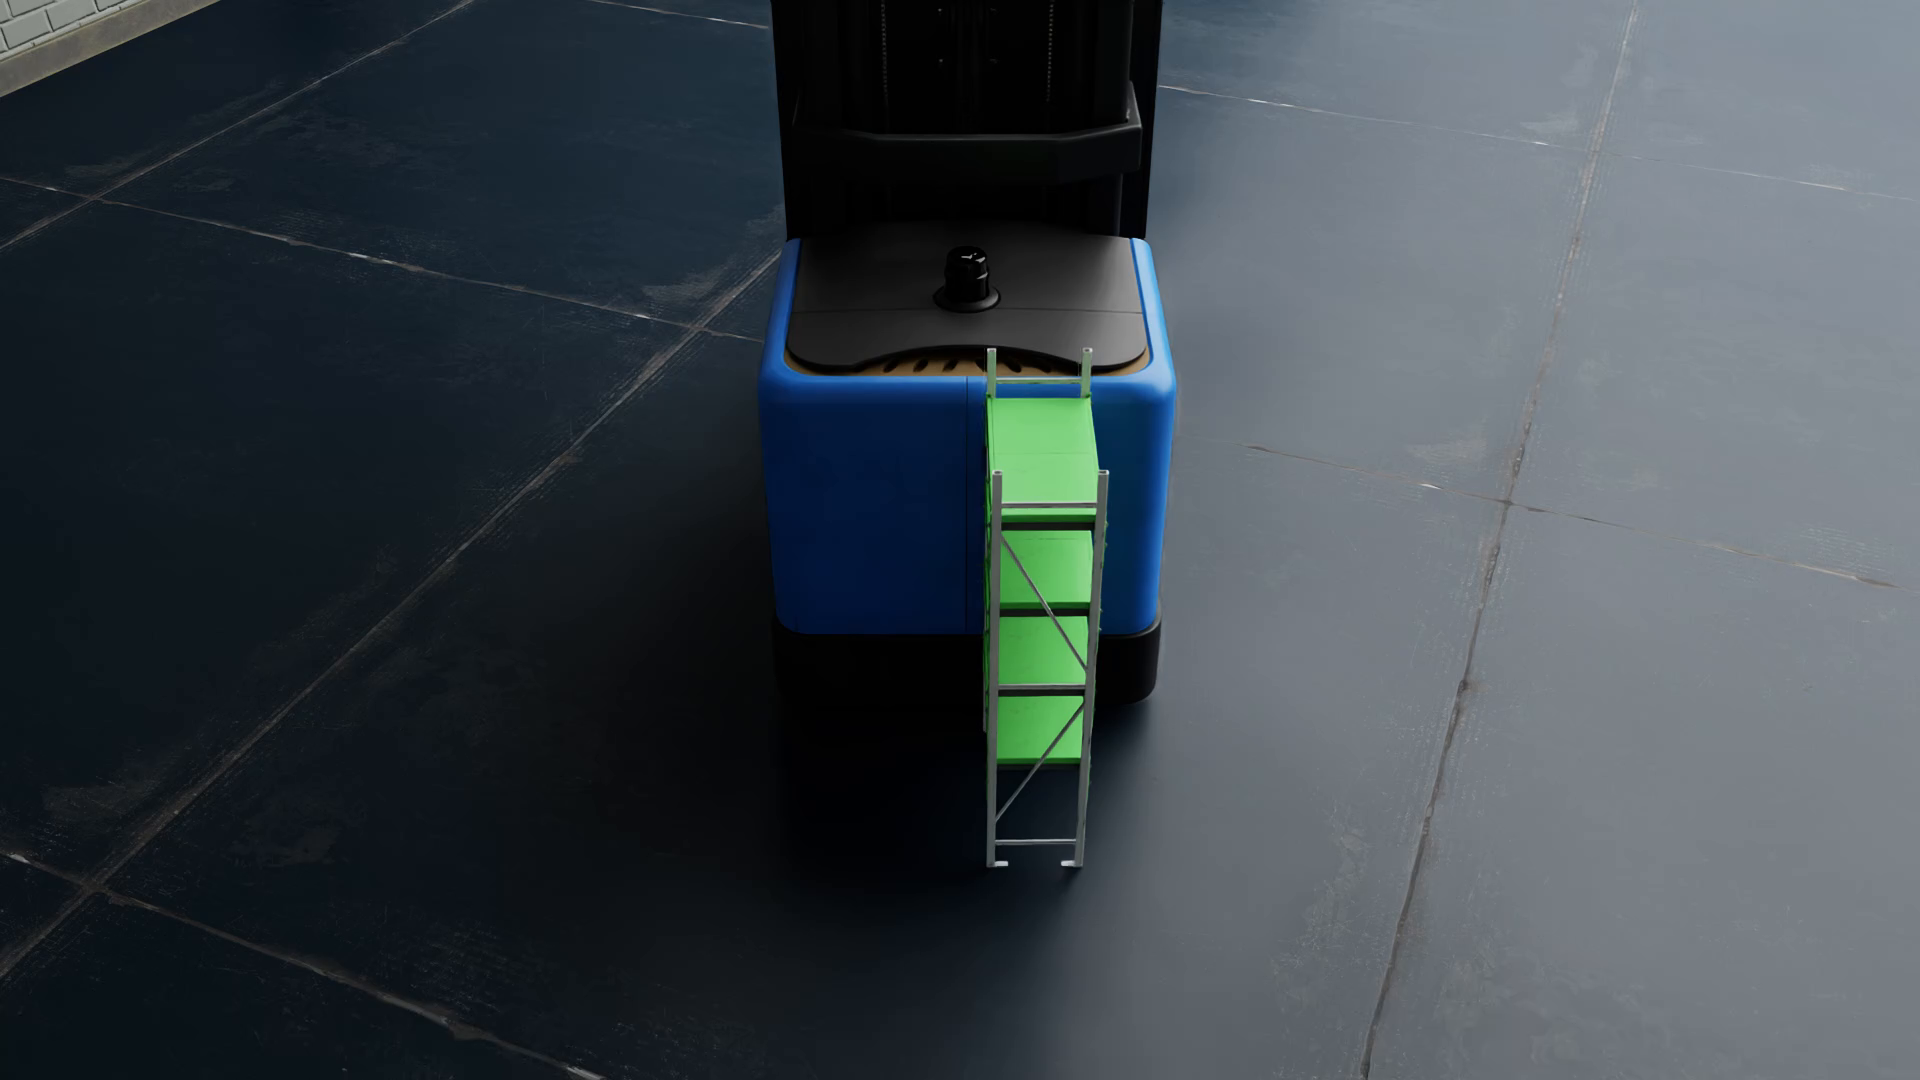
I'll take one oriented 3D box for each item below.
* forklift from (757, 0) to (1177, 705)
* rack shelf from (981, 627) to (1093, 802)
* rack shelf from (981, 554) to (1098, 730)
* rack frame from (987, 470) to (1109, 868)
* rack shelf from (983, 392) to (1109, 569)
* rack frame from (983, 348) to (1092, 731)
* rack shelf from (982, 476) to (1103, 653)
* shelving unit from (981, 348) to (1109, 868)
[{"bbox_3d":[0.019,-1.573,4.906,1.130,2.935,3.031,0,37,0],"label":"forklift"},{"bbox_3d":[0.185,0.430,4.175,0.258,0.148,0.480,0,37,0],"label":"rack shelf"},{"bbox_3d":[0.185,0.239,4.030,0.258,0.148,0.480,0,37,0],"label":"rack shelf"},{"bbox_3d":[0.187,0.337,3.797,0.240,1.200,0.015,0,37,0],"label":"rack frame"},{"bbox_3d":[0.185,-0.142,3.738,0.258,0.148,0.480,0,37,0],"label":"rack shelf"},{"bbox_3d":[0.183,0.040,4.185,0.240,1.200,0.015,0,37,0],"label":"rack frame"},{"bbox_3d":[0.185,0.049,3.884,0.258,0.148,0.480,0,37,0],"label":"rack shelf"},{"bbox_3d":[0.185,0.189,3.991,0.258,1.200,0.503,0,37,0],"label":"shelving unit"}]
